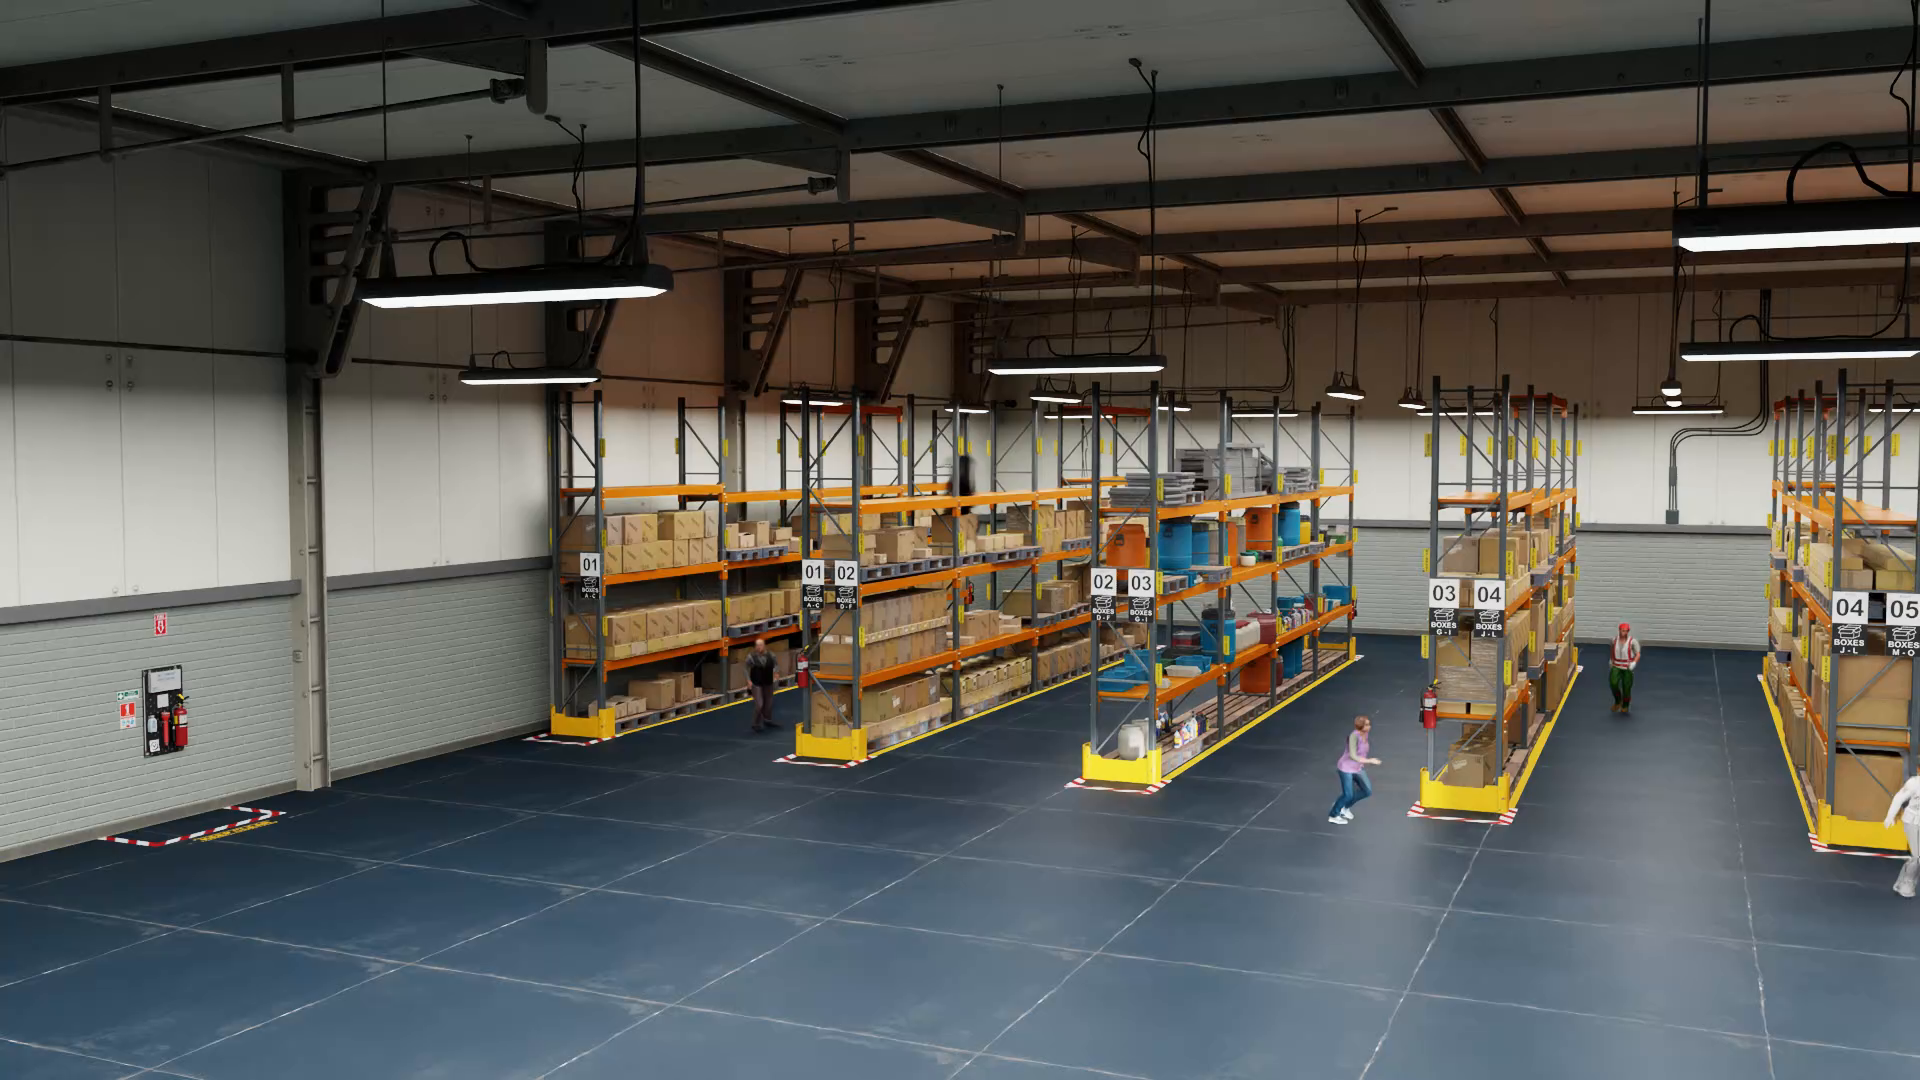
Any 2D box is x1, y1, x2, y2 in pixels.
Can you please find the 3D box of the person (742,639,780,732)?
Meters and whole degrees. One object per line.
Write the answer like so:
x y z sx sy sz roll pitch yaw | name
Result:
-3.474 2.568 29.462 0.692 1.664 0.809 -2 4 -33 | person

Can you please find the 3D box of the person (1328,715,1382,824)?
5.226 3.039 21.981 0.777 1.494 0.536 3 4 44 | person

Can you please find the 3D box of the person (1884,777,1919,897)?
10.643 3.171 18.360 0.587 1.604 0.701 0 3 -6 | person

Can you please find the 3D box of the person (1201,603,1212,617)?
5.880 2.154 38.428 0.568 1.469 1.046 3 4 39 | person

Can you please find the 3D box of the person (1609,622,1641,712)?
12.400 2.397 31.112 0.657 1.729 0.808 2 4 35 | person
